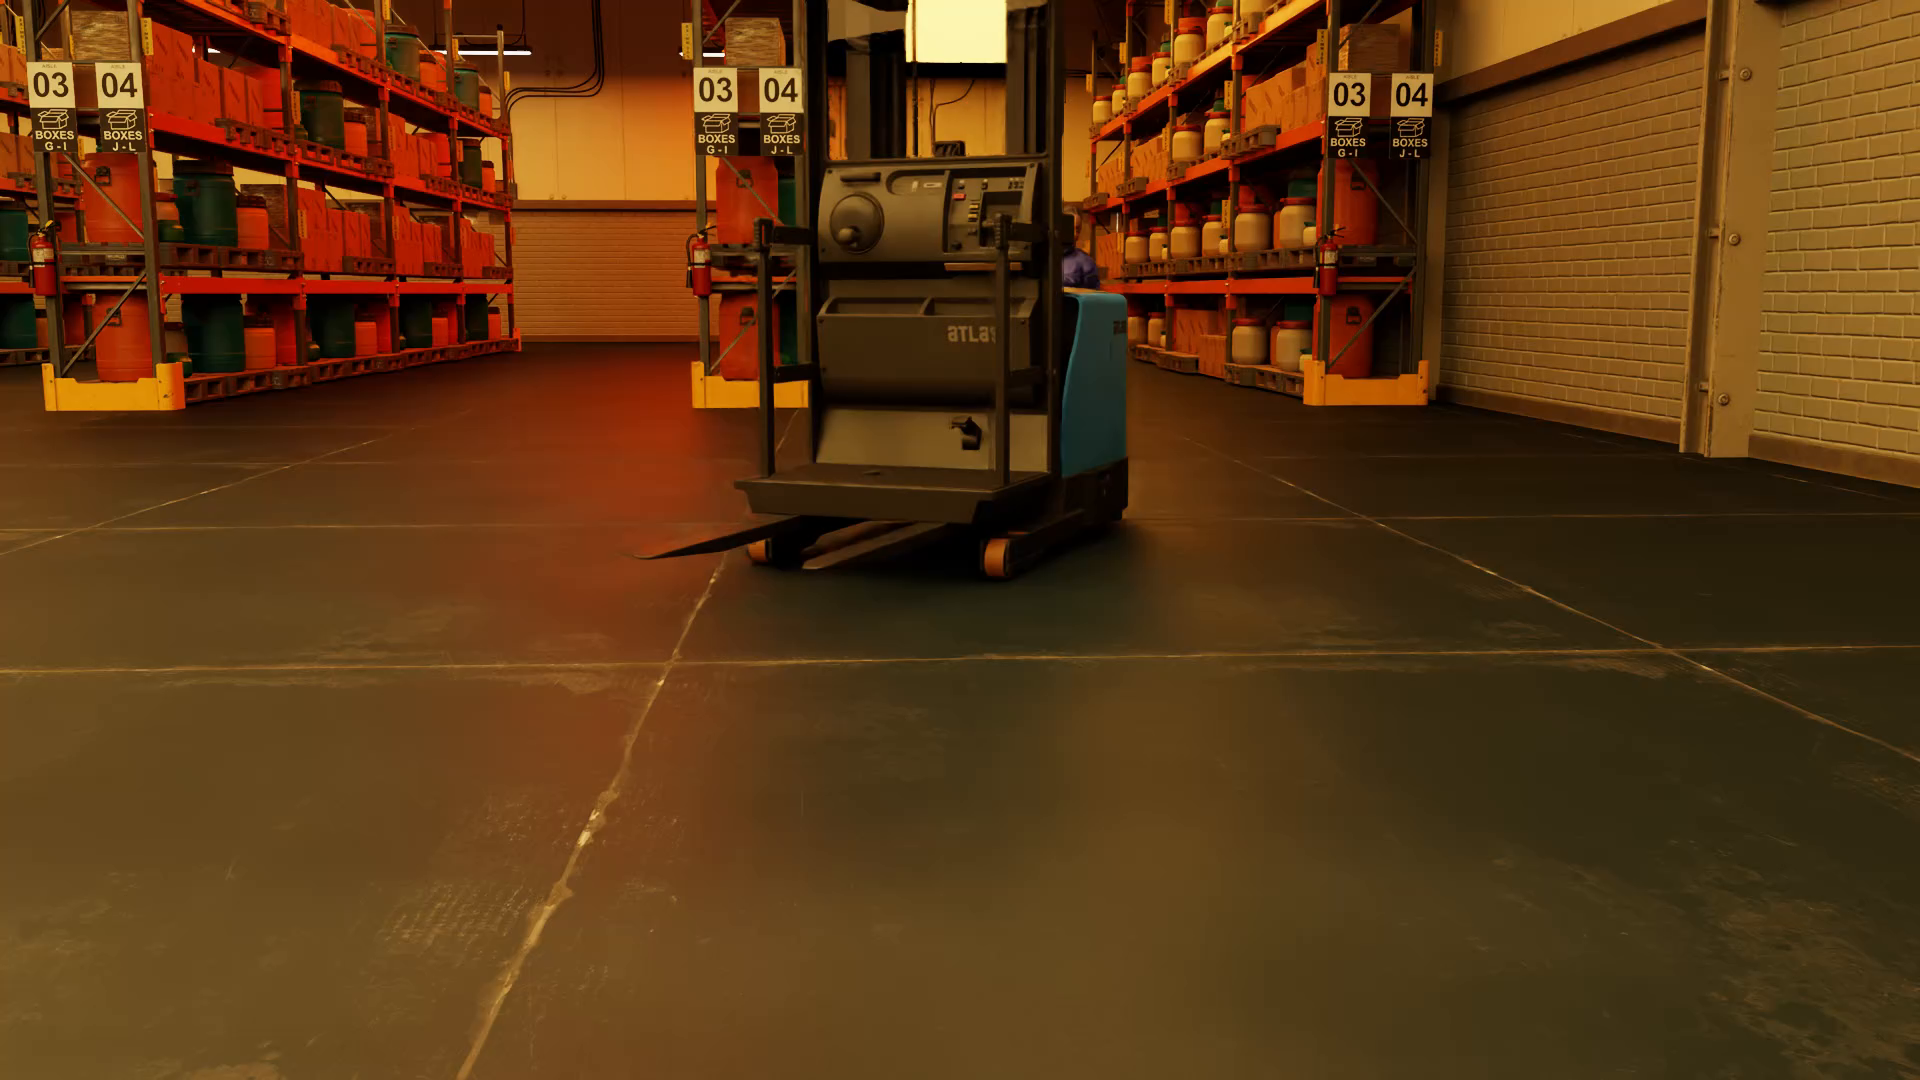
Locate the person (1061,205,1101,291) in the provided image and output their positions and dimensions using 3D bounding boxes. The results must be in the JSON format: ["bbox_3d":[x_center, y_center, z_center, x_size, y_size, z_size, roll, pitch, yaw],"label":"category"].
[{"bbox_3d":[0.599,-1.209,10.166,0.813,1.636,0.426,2,9,14],"label":"person"}]

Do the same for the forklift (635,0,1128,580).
[{"bbox_3d":[-0.209,-1.365,6.523,1.130,2.935,3.031,3,9,21],"label":"forklift"}]
